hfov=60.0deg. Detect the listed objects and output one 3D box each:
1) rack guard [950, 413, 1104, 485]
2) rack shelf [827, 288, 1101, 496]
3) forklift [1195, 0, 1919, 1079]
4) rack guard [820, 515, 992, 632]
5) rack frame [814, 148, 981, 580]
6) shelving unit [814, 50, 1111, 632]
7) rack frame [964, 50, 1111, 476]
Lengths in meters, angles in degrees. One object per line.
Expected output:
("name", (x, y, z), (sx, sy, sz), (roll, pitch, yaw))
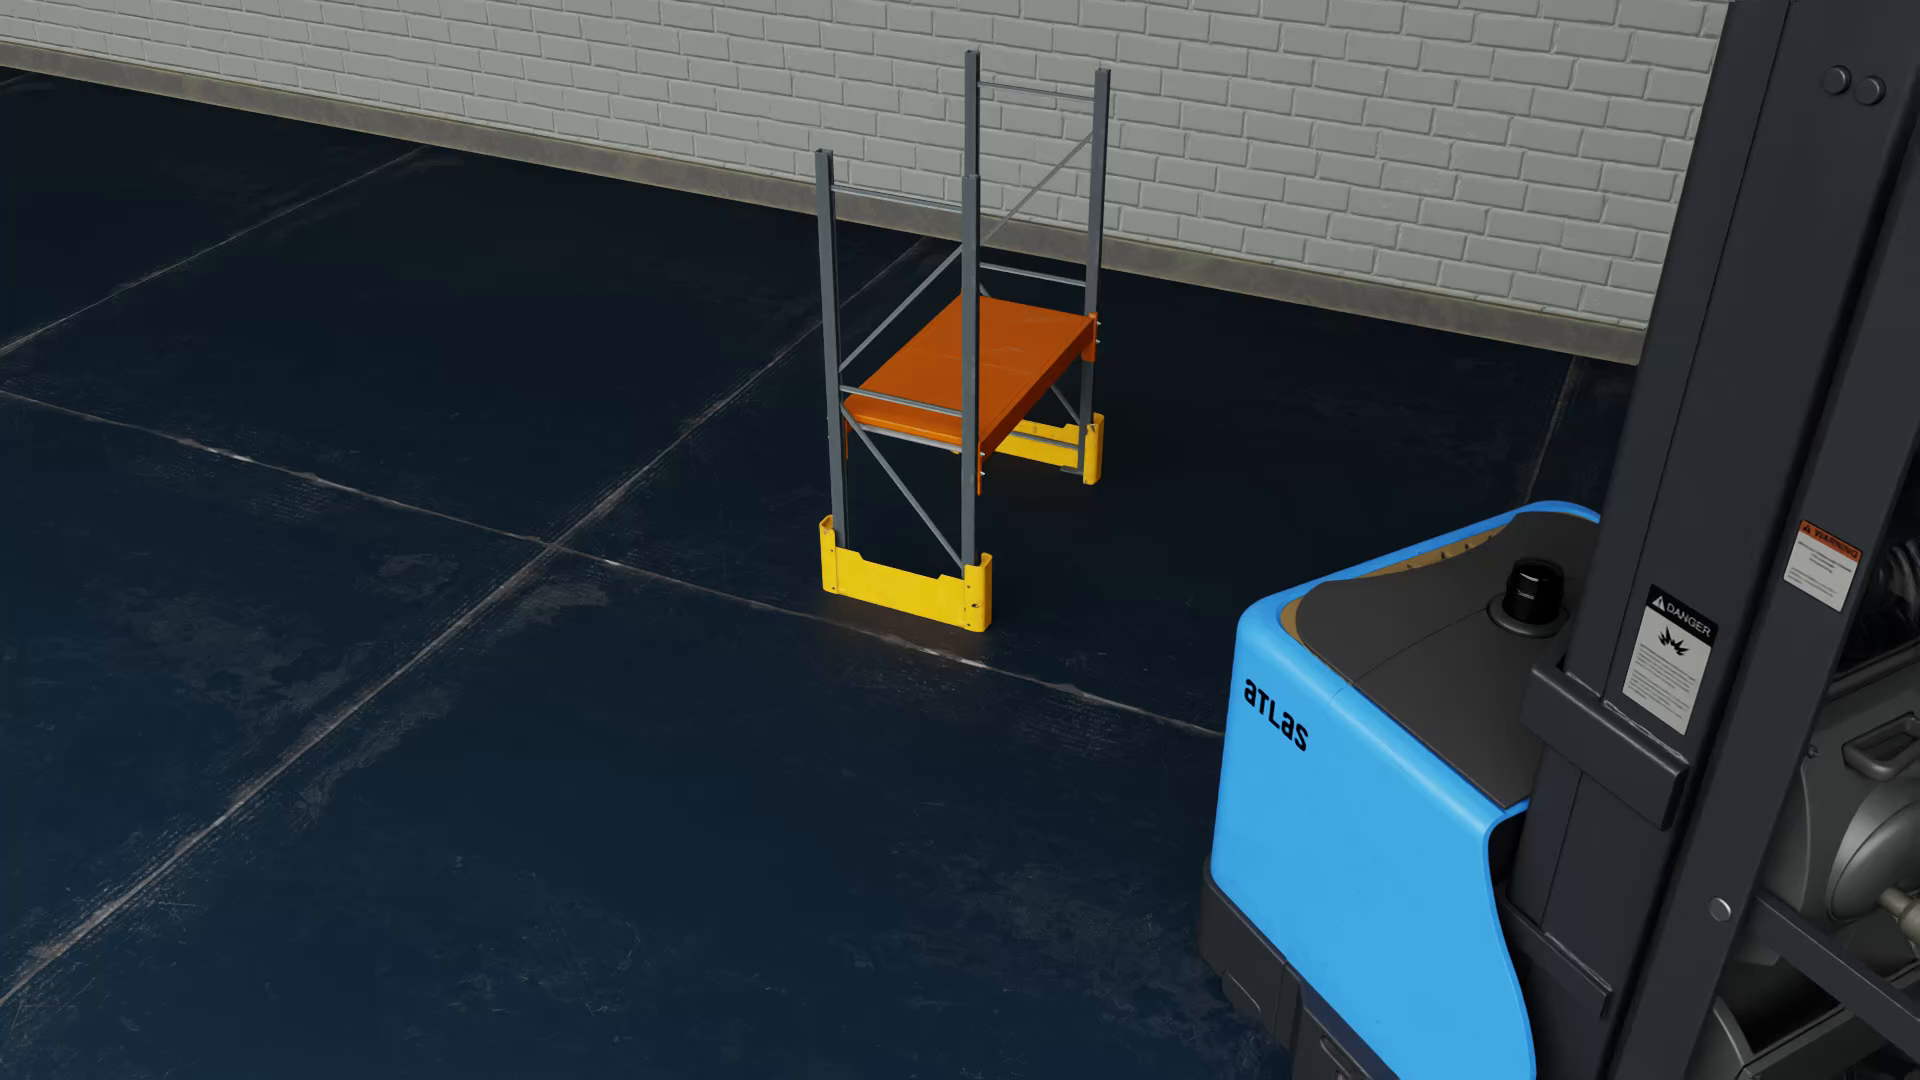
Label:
("rack guard", (0.240, -0.391, 6.118), (0.587, 0.250, 0.087), (14, 36, 20))
("rack shelf", (0.036, -0.519, 5.502), (0.538, 0.185, 1.000), (14, 36, 20))
("forklift", (1.738, 0.391, 2.481), (1.130, 2.935, 3.031), (-17, 37, -24))
("rack guard", (-0.176, 0.106, 5.361), (0.587, 0.250, 0.087), (14, 36, 20))
("rack frame", (-0.177, -0.417, 5.017), (0.500, 1.500, 0.032), (14, 36, 20))
("shelving unit", (0.032, -0.665, 5.397), (0.587, 1.500, 1.083), (14, 36, 20))
("rack frame", (0.248, -0.923, 5.790), (0.500, 1.500, 0.032), (14, 36, 20))
